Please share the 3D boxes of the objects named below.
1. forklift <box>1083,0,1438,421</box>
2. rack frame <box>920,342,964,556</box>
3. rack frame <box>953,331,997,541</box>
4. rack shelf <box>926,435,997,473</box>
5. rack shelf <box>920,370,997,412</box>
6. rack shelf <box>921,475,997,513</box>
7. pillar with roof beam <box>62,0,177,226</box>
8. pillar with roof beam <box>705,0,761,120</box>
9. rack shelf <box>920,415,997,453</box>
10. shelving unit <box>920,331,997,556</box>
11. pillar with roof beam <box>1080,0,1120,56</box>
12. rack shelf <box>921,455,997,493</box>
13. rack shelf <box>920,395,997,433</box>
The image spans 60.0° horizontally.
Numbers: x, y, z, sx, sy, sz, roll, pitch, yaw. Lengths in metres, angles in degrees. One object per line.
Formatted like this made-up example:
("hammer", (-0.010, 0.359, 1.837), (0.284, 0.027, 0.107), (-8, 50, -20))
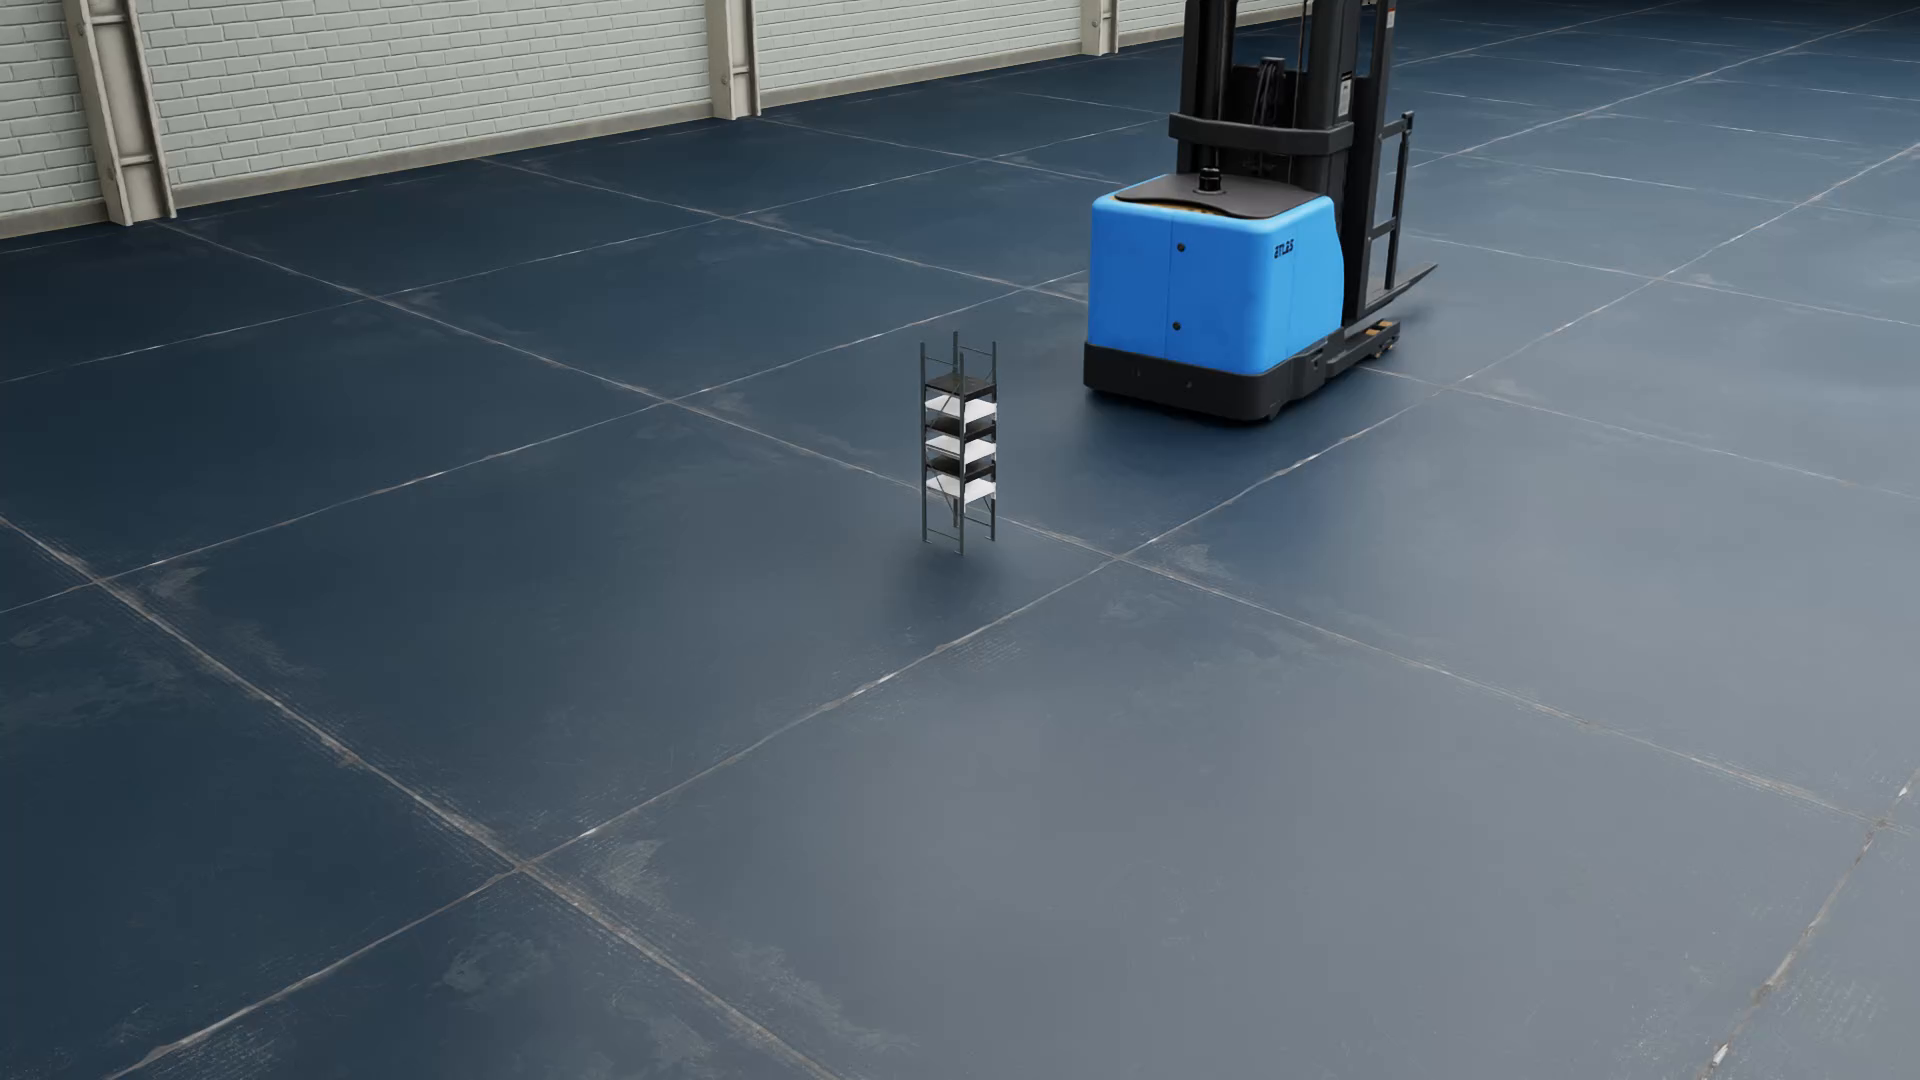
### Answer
("forklift", (1.922, -2.488, 9.215), (1.130, 2.935, 3.031), (16, 29, 32))
("rack frame", (-0.073, -0.377, 6.991), (0.240, 0.900, 0.006), (20, 31, 38))
("rack frame", (0.062, -0.439, 7.129), (0.240, 0.900, 0.006), (20, 31, 38))
("rack shelf", (-0.005, -0.378, 7.074), (0.258, 0.077, 0.200), (20, 31, 38))
("rack shelf", (-0.005, -0.624, 6.964), (0.258, 0.077, 0.200), (20, 31, 38))
("rack shelf", (-0.005, -0.213, 7.148), (0.258, 0.077, 0.200), (20, 31, 38))
("pillar with roof beam", (-3.058, -5.396, 8.285), (9.100, 9.000, 0.400), (20, 31, 38))
("pillar with roof beam", (0.946, -7.224, 12.362), (9.100, 9.000, 0.400), (20, 31, 38))
("rack shelf", (-0.005, -0.460, 7.037), (0.258, 0.077, 0.200), (20, 31, 38))
("shelving unit", (-0.005, -0.408, 7.060), (0.258, 0.900, 0.210), (20, 31, 38))
("pillar with roof beam", (4.951, -9.052, 16.439), (9.100, 9.000, 0.400), (20, 31, 38))
("rack shelf", (-0.005, -0.296, 7.111), (0.258, 0.077, 0.200), (20, 31, 38))
("rack shelf", (-0.005, -0.542, 7.000), (0.258, 0.077, 0.200), (20, 31, 38))
